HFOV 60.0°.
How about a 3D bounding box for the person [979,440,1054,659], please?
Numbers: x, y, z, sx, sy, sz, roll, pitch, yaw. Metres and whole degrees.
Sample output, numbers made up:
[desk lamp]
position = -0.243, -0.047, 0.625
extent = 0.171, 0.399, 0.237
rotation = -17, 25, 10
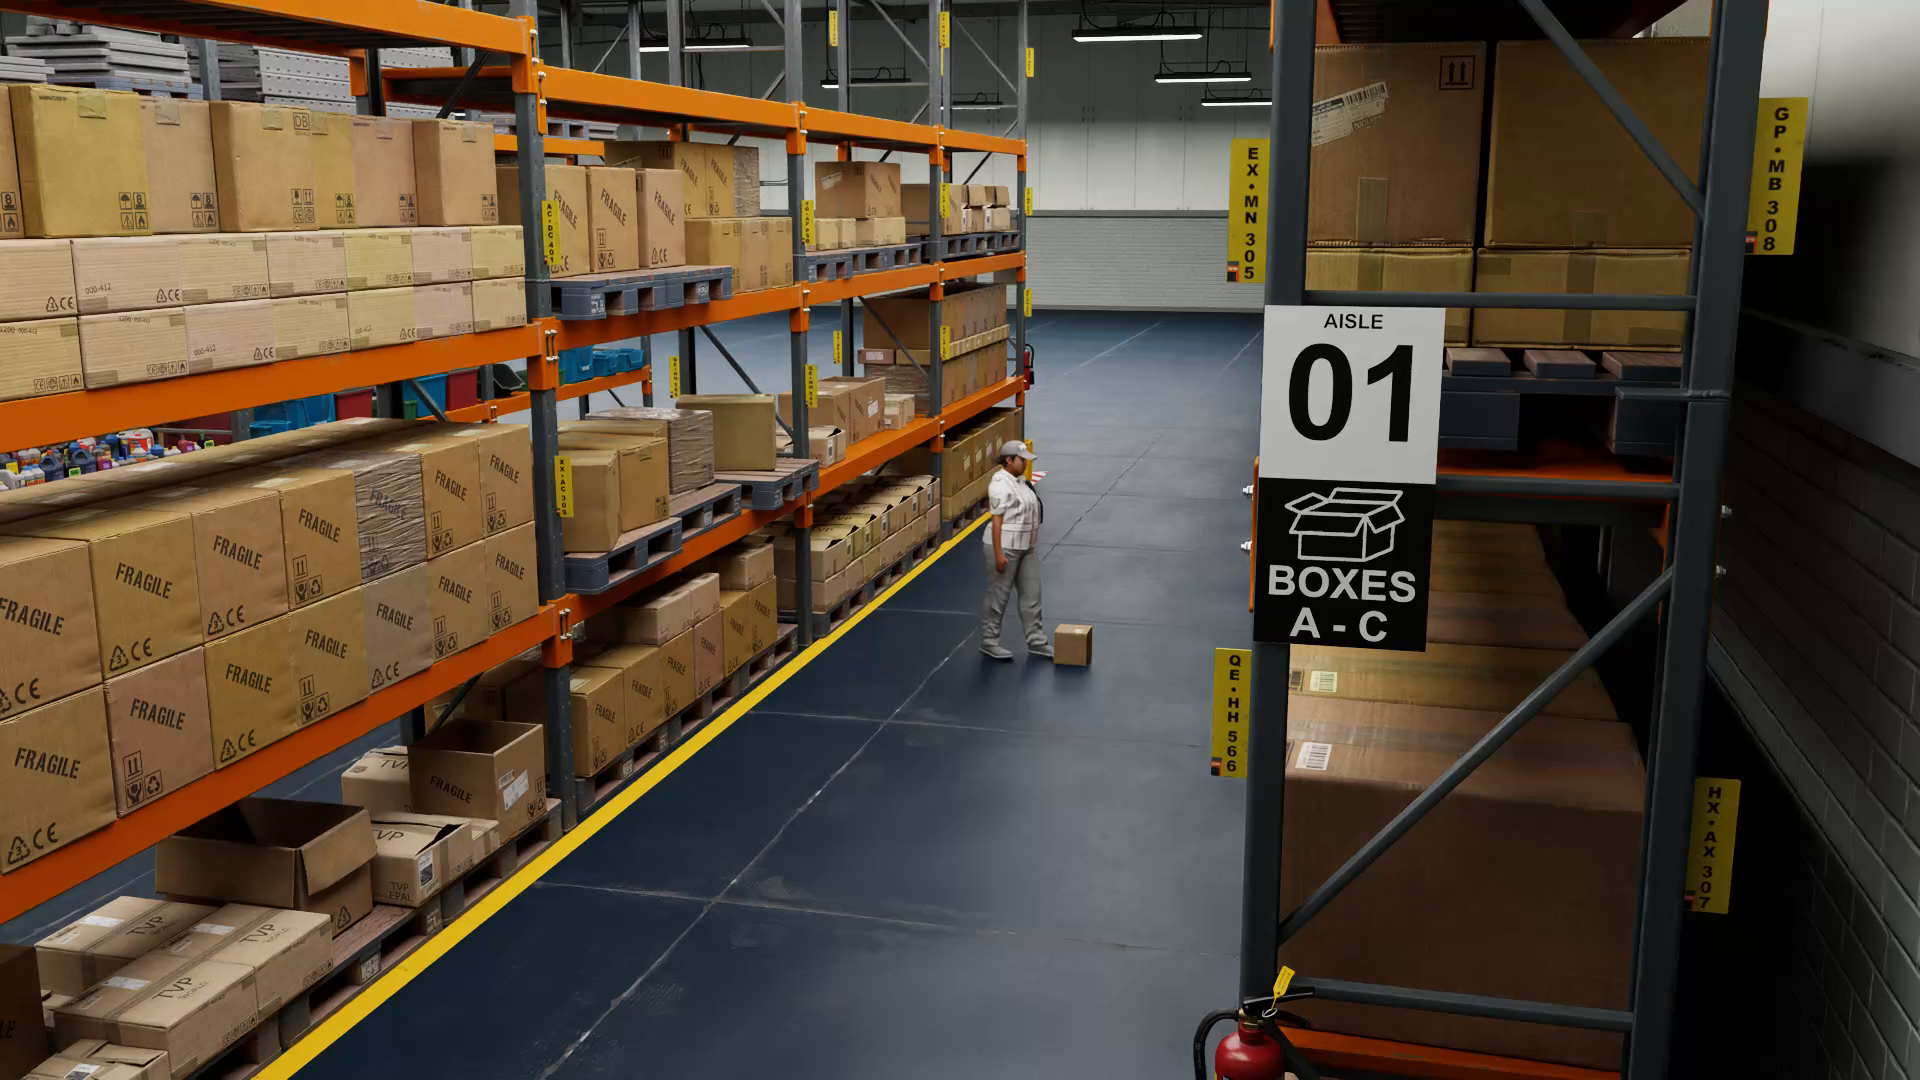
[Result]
[person]
position = 0.456, 0.079, 12.507
extent = 0.628, 1.656, 0.486
rotation = 6, 13, 28
